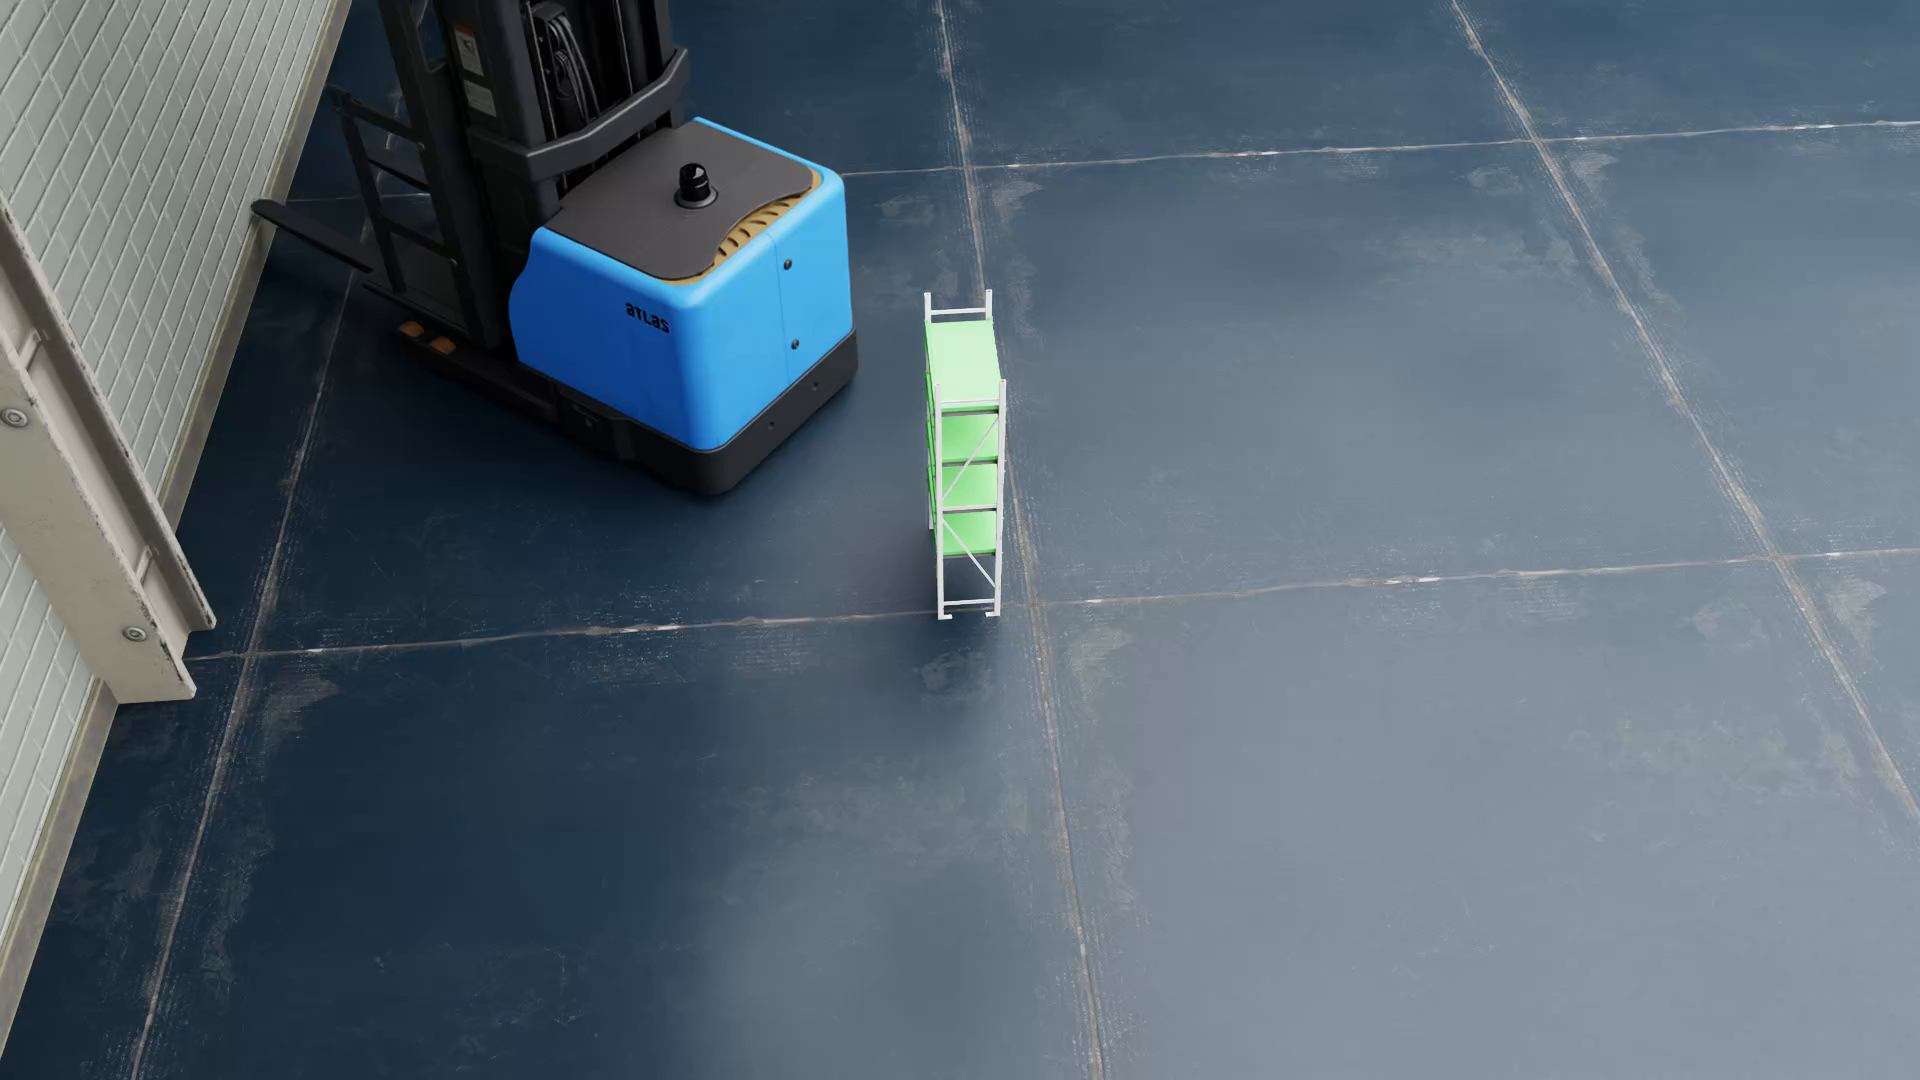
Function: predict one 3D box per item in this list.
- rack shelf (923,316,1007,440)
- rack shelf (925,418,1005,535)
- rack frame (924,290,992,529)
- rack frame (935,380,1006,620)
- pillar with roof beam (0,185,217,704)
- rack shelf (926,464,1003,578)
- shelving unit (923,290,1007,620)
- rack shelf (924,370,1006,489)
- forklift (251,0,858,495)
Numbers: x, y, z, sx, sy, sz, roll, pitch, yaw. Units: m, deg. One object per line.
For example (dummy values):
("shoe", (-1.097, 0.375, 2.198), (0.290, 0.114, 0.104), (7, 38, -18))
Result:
("rack shelf", (0.014, -0.579, 5.899), (0.258, 0.148, 0.480), (-3, 47, -3))
("rack shelf", (0.014, -0.249, 6.247), (0.258, 0.148, 0.480), (-3, 47, -3))
("rack frame", (-0.007, -0.469, 6.368), (0.240, 1.200, 0.015), (-3, 47, -3))
("rack frame", (0.034, -0.116, 6.034), (0.240, 1.200, 0.015), (-3, 47, -3))
("pillar with roof beam", (1.265, -2.900, 3.298), (9.100, 9.000, 0.400), (-3, 47, -3))
("rack shelf", (0.014, -0.084, 6.422), (0.258, 0.148, 0.480), (-3, 47, -3))
("shelving unit", (0.014, -0.293, 6.201), (0.258, 1.200, 0.503), (-3, 47, -3))
("rack shelf", (0.014, -0.414, 6.073), (0.258, 0.148, 0.480), (-3, 47, -3))
("forklift", (-1.958, -2.044, 6.667), (3.031, 2.935, 1.130), (26, 52, 23))
